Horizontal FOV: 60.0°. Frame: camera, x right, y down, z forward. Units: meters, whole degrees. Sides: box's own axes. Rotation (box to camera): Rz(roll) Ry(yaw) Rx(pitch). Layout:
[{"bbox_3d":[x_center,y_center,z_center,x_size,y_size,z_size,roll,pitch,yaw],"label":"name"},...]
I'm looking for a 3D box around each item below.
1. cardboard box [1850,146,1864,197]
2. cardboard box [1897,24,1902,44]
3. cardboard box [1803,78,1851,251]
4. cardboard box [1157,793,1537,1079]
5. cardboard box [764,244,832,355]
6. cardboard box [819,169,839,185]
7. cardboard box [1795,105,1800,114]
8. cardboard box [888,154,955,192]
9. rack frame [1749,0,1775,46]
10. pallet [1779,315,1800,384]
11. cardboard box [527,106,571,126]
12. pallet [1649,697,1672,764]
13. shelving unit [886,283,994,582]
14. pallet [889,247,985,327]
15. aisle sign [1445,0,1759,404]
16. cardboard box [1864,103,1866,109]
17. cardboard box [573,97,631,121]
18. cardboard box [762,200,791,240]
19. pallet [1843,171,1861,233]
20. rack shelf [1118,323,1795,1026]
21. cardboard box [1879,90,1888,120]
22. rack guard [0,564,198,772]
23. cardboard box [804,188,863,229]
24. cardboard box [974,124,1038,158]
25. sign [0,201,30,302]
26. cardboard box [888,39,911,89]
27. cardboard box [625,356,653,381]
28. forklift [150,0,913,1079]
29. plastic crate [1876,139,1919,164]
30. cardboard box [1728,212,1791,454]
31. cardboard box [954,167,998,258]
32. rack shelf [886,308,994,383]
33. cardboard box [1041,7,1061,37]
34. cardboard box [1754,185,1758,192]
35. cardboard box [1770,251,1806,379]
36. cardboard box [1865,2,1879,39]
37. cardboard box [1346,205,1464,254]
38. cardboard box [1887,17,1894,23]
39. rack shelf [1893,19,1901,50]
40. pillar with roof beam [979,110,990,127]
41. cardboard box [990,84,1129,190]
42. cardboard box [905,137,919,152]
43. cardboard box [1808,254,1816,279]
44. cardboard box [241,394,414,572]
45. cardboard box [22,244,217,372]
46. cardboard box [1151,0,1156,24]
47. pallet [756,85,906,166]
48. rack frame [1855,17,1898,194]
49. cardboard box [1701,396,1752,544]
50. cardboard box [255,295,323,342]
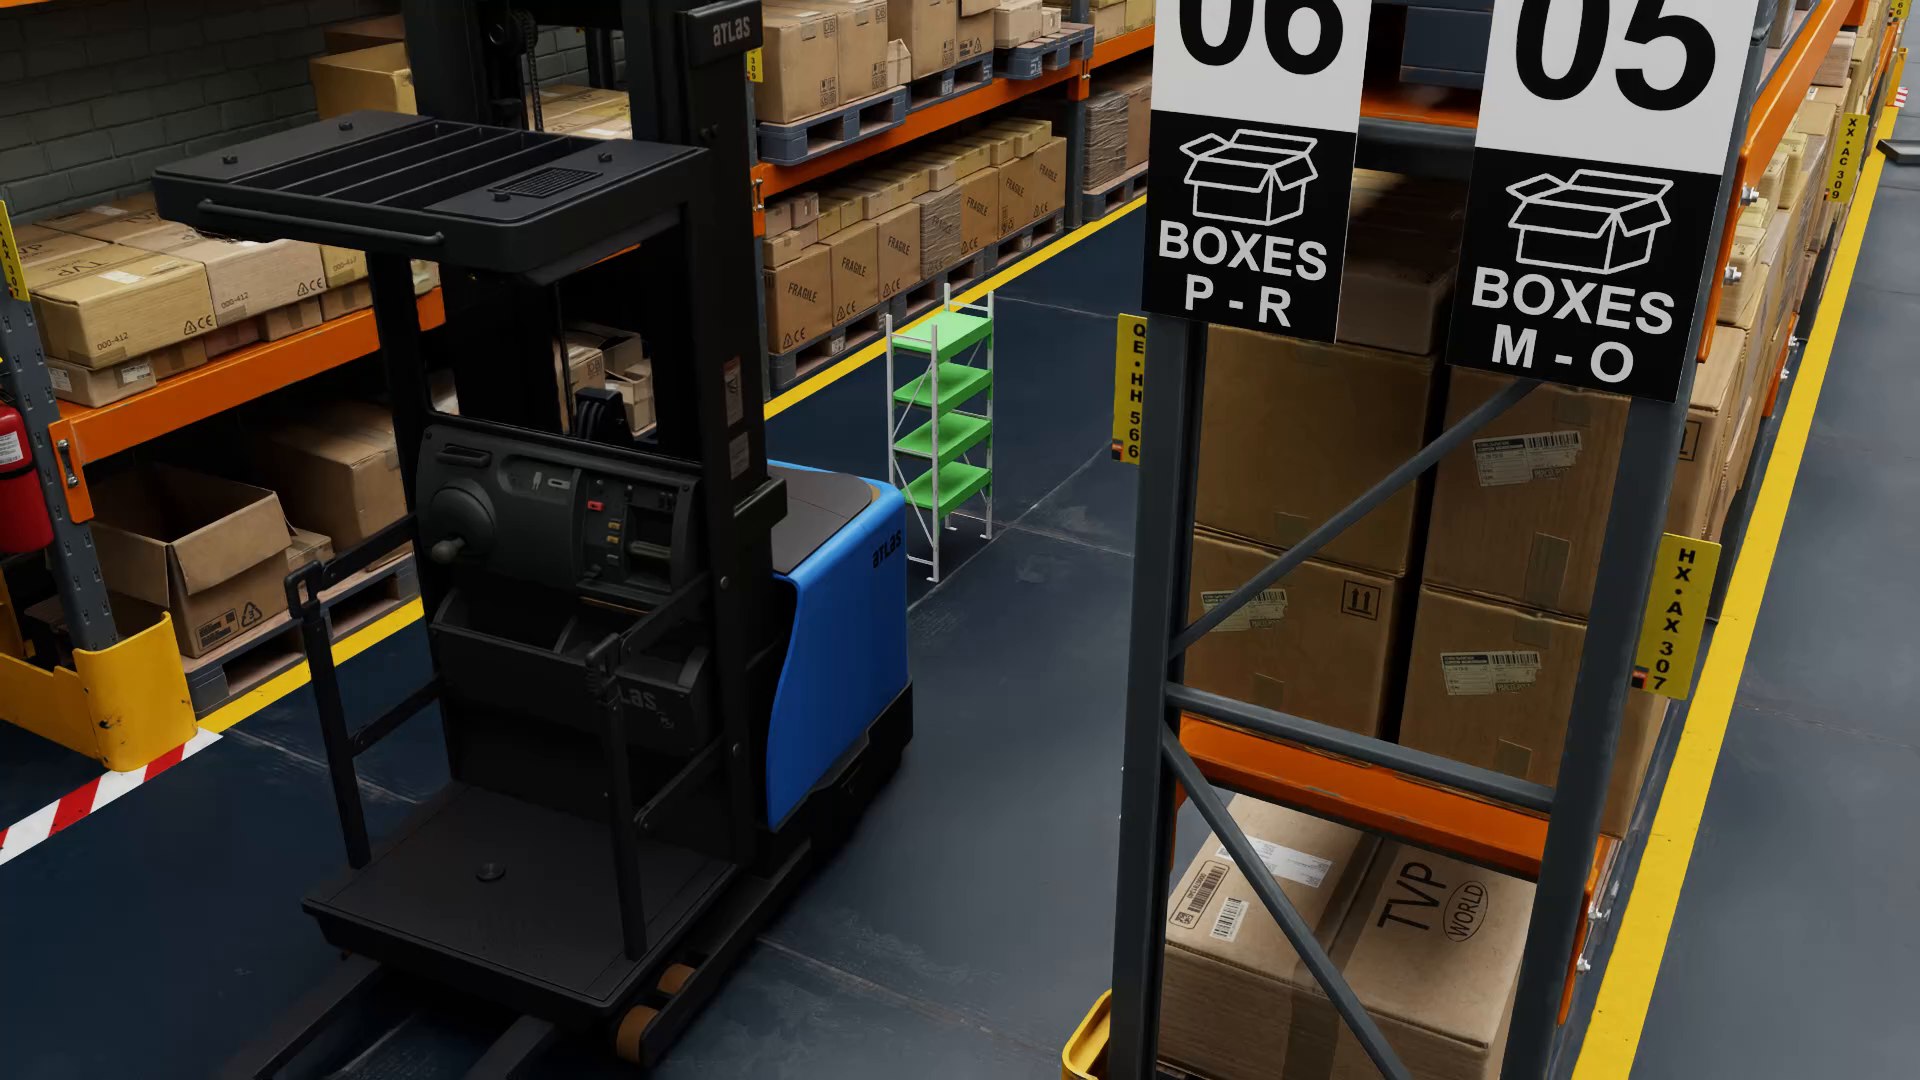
[{"bbox_3d":[6.130,-2.762,12.383,0.950,0.372,0.625,16,31,29],"label":"cardboard box"},{"bbox_3d":[7.627,-4.225,13.880,0.380,0.149,0.250,15,30,28],"label":"cardboard box"},{"bbox_3d":[2.810,-1.364,5.896,0.500,0.500,0.500,14,30,26],"label":"cardboard box"},{"bbox_3d":[1.071,1.120,4.554,0.875,0.438,0.875,13,29,24],"label":"cardboard box"},{"bbox_3d":[-1.088,-1.418,9.555,0.500,0.500,0.500,16,31,28],"label":"cardboard box"},{"bbox_3d":[-0.992,-2.290,10.572,0.380,0.149,0.250,15,30,27],"label":"cardboard box"},{"bbox_3d":[2.243,-1.225,4.893,0.380,0.149,0.250,14,30,25],"label":"cardboard box"},{"bbox_3d":[-0.253,-2.369,10.730,0.380,0.149,0.250,13,29,24],"label":"cardboard box"},{"bbox_3d":[0.834,-2.241,2.174,1.000,3.000,0.127,14,30,26],"label":"rack frame"},{"bbox_3d":[4.316,-1.139,9.789,1.003,0.211,1.213,14,30,26],"label":"pallet"},{"bbox_3d":[-2.241,-1.944,8.118,0.500,0.250,0.500,14,30,26],"label":"cardboard box"},{"bbox_3d":[2.359,0.409,6.698,1.003,0.211,1.213,14,30,26],"label":"pallet"},{"bbox_3d":[-0.081,-0.472,7.353,0.258,1.200,0.503,14,30,26],"label":"shelving unit"},{"bbox_3d":[-0.556,-1.765,11.039,1.003,0.211,1.213,14,30,26],"label":"pallet"},{"bbox_3d":[1.051,-0.629,2.752,0.394,0.787,0.004,14,30,26],"label":"aisle sign"},{"bbox_3d":[4.746,-2.355,9.271,0.500,0.250,0.500,13,29,24],"label":"cardboard box"},{"bbox_3d":[-1.560,-2.023,8.275,0.500,0.250,0.500,15,30,27],"label":"cardboard box"},{"bbox_3d":[-1.167,-1.797,9.254,0.380,0.149,0.250,14,30,25],"label":"cardboard box"},{"bbox_3d":[6.355,-2.684,12.877,1.003,0.211,1.213,14,30,26],"label":"pallet"},{"bbox_3d":[1.817,-0.016,5.235,1.077,0.370,4.000,14,30,26],"label":"rack shelf"},{"bbox_3d":[8.027,-3.973,14.938,0.500,0.250,0.500,13,29,24],"label":"cardboard box"},{"bbox_3d":[-3.452,0.438,6.316,1.175,0.500,0.348,14,30,26],"label":"rack guard"},{"bbox_3d":[-0.806,-1.988,9.968,0.380,0.149,0.250,14,30,25],"label":"cardboard box"},{"bbox_3d":[0.316,-2.766,11.524,0.380,0.149,0.250,13,29,23],"label":"cardboard box"},{"bbox_3d":[-3.017,-0.918,5.265,0.100,0.325,0.005,14,30,26],"label":"sign"},{"bbox_3d":[-0.504,-2.794,9.661,0.396,0.266,0.258,16,31,29],"label":"cardboard box"},{"bbox_3d":[-1.540,-0.840,8.793,0.380,0.149,0.250,13,29,25],"label":"cardboard box"},{"bbox_3d":[-1.242,-0.032,4.539,1.130,2.935,3.031,11,29,22],"label":"forklift"},{"bbox_3d":[8.223,-3.361,14.375,0.402,0.080,0.583,4,27,8],"label":"plastic crate"},{"bbox_3d":[1.812,-0.580,4.329,0.500,0.500,0.500,14,30,26],"label":"cardboard box"},{"bbox_3d":[-0.086,-2.228,11.174,0.500,0.500,0.500,16,31,28],"label":"cardboard box"},{"bbox_3d":[-0.081,-0.844,7.166,0.258,0.148,0.480,14,30,26],"label":"rack shelf"},{"bbox_3d":[0.457,-3.503,11.208,0.380,0.149,0.250,15,30,27],"label":"cardboard box"},{"bbox_3d":[1.741,-0.832,4.108,0.380,0.149,0.250,15,30,27],"label":"cardboard box"},{"bbox_3d":[2.796,-0.925,6.135,0.500,0.500,0.500,14,30,27],"label":"cardboard box"},{"bbox_3d":[3.743,-2.117,7.399,0.500,0.500,0.500,13,30,25],"label":"cardboard box"},{"bbox_3d":[0.940,-0.629,3.701,0.380,0.149,0.250,15,30,27],"label":"cardboard box"},{"bbox_3d":[6.361,-3.742,11.686,0.380,0.149,0.250,14,30,27],"label":"cardboard box"},{"bbox_3d":[7.721,-4.693,14.578,1.077,0.370,4.000,14,30,26],"label":"rack shelf"},{"bbox_3d":[4.050,-6.209,10.101,9.100,9.000,0.400,14,30,26],"label":"pillar with roof beam"},{"bbox_3d":[0.764,-3.134,12.843,0.875,0.625,0.625,15,30,28],"label":"cardboard box"},{"bbox_3d":[-0.503,-2.696,11.383,0.380,0.149,0.250,13,29,24],"label":"cardboard box"},{"bbox_3d":[3.501,-1.366,7.295,0.500,0.250,0.500,13,30,25],"label":"cardboard box"},{"bbox_3d":[-2.652,-0.262,7.246,0.700,0.500,0.500,16,31,28],"label":"cardboard box"},{"bbox_3d":[-3.032,-0.834,5.899,0.500,0.250,0.500,14,30,26],"label":"cardboard box"},{"bbox_3d":[1.376,-4.217,12.991,0.500,0.250,0.500,13,29,24],"label":"cardboard box"},{"bbox_3d":[-1.034,-2.410,9.429,1.003,0.211,1.213,14,30,26],"label":"pallet"},{"bbox_3d":[6.737,-4.235,12.859,1.000,3.000,0.127,14,30,26],"label":"rack frame"},{"bbox_3d":[1.810,-0.125,4.536,0.500,0.500,0.500,14,30,26],"label":"cardboard box"},{"bbox_3d":[-2.728,-0.910,6.497,0.380,0.149,0.250,15,30,28],"label":"cardboard box"}]
